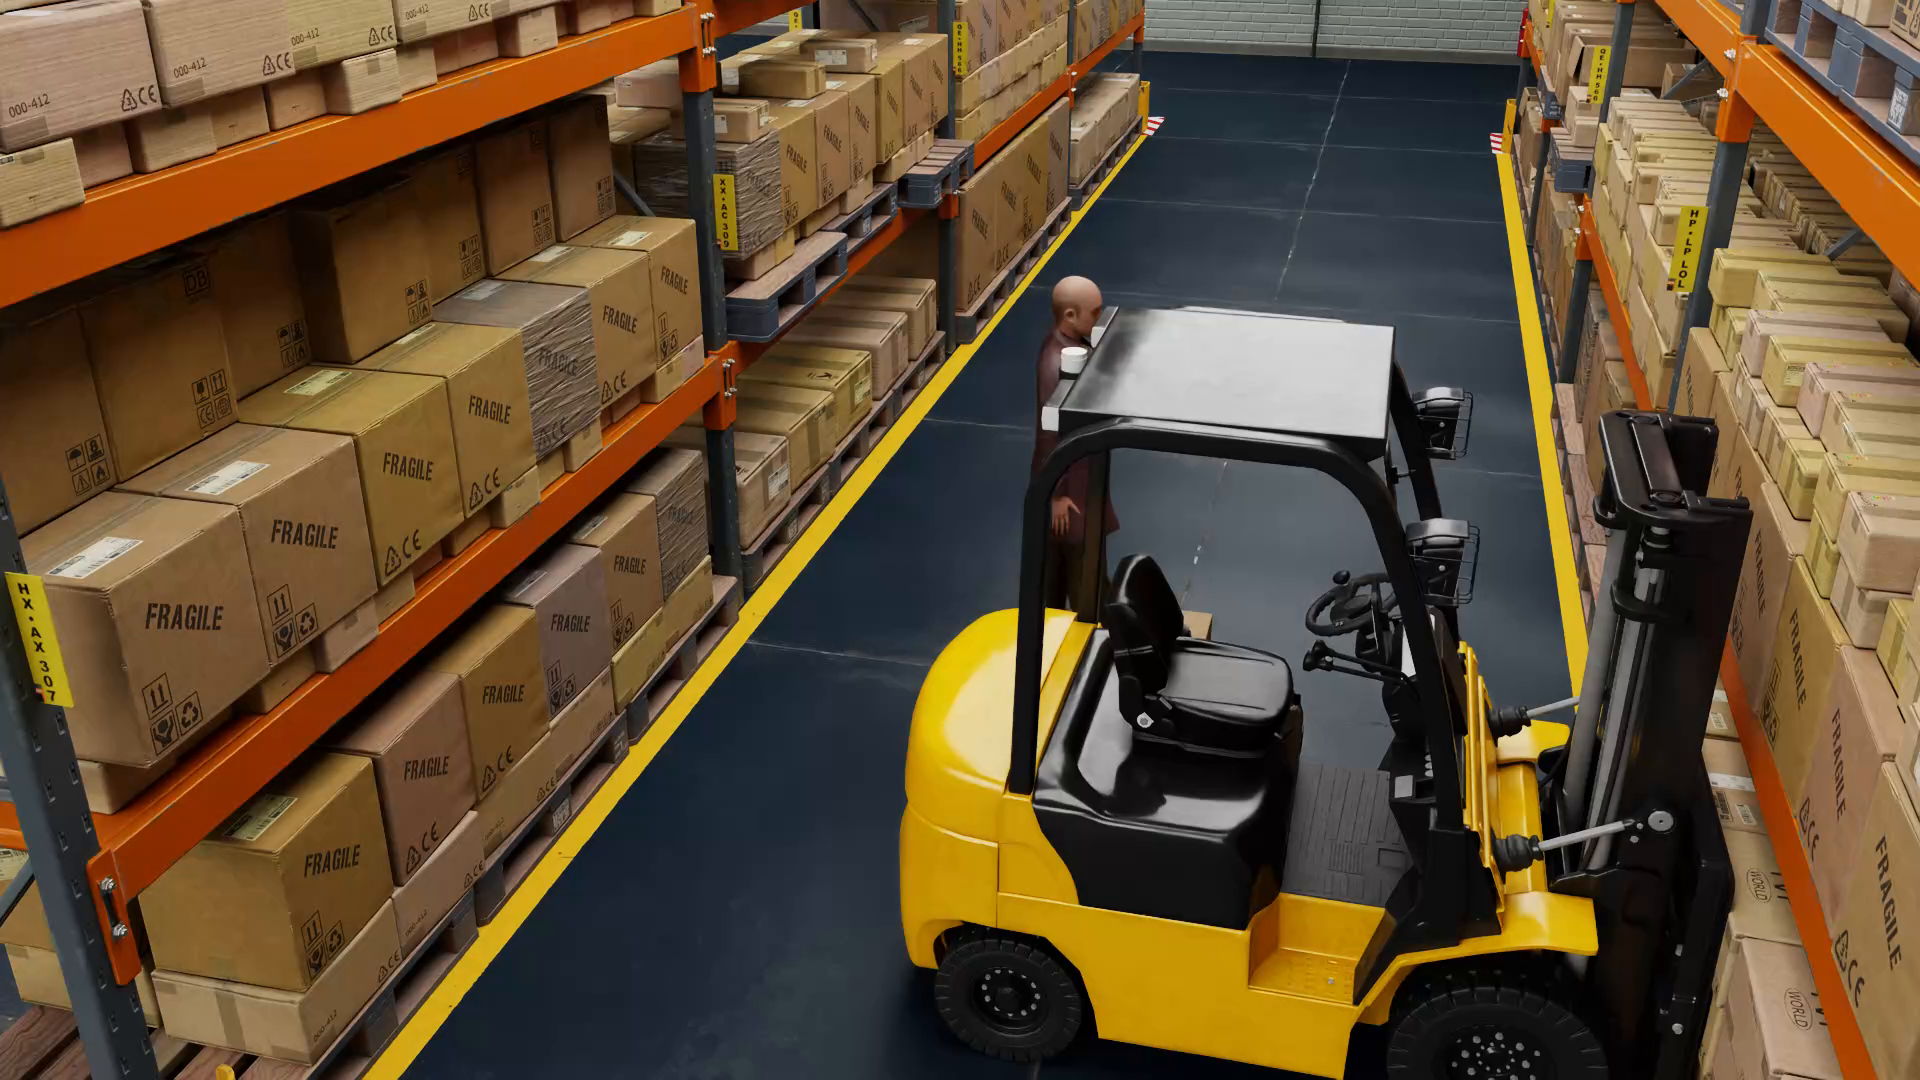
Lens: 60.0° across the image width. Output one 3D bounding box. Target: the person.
[{"bbox_3d":[0.576,-0.279,7.203,0.639,1.780,0.632,1,25,3],"label":"person"}]
